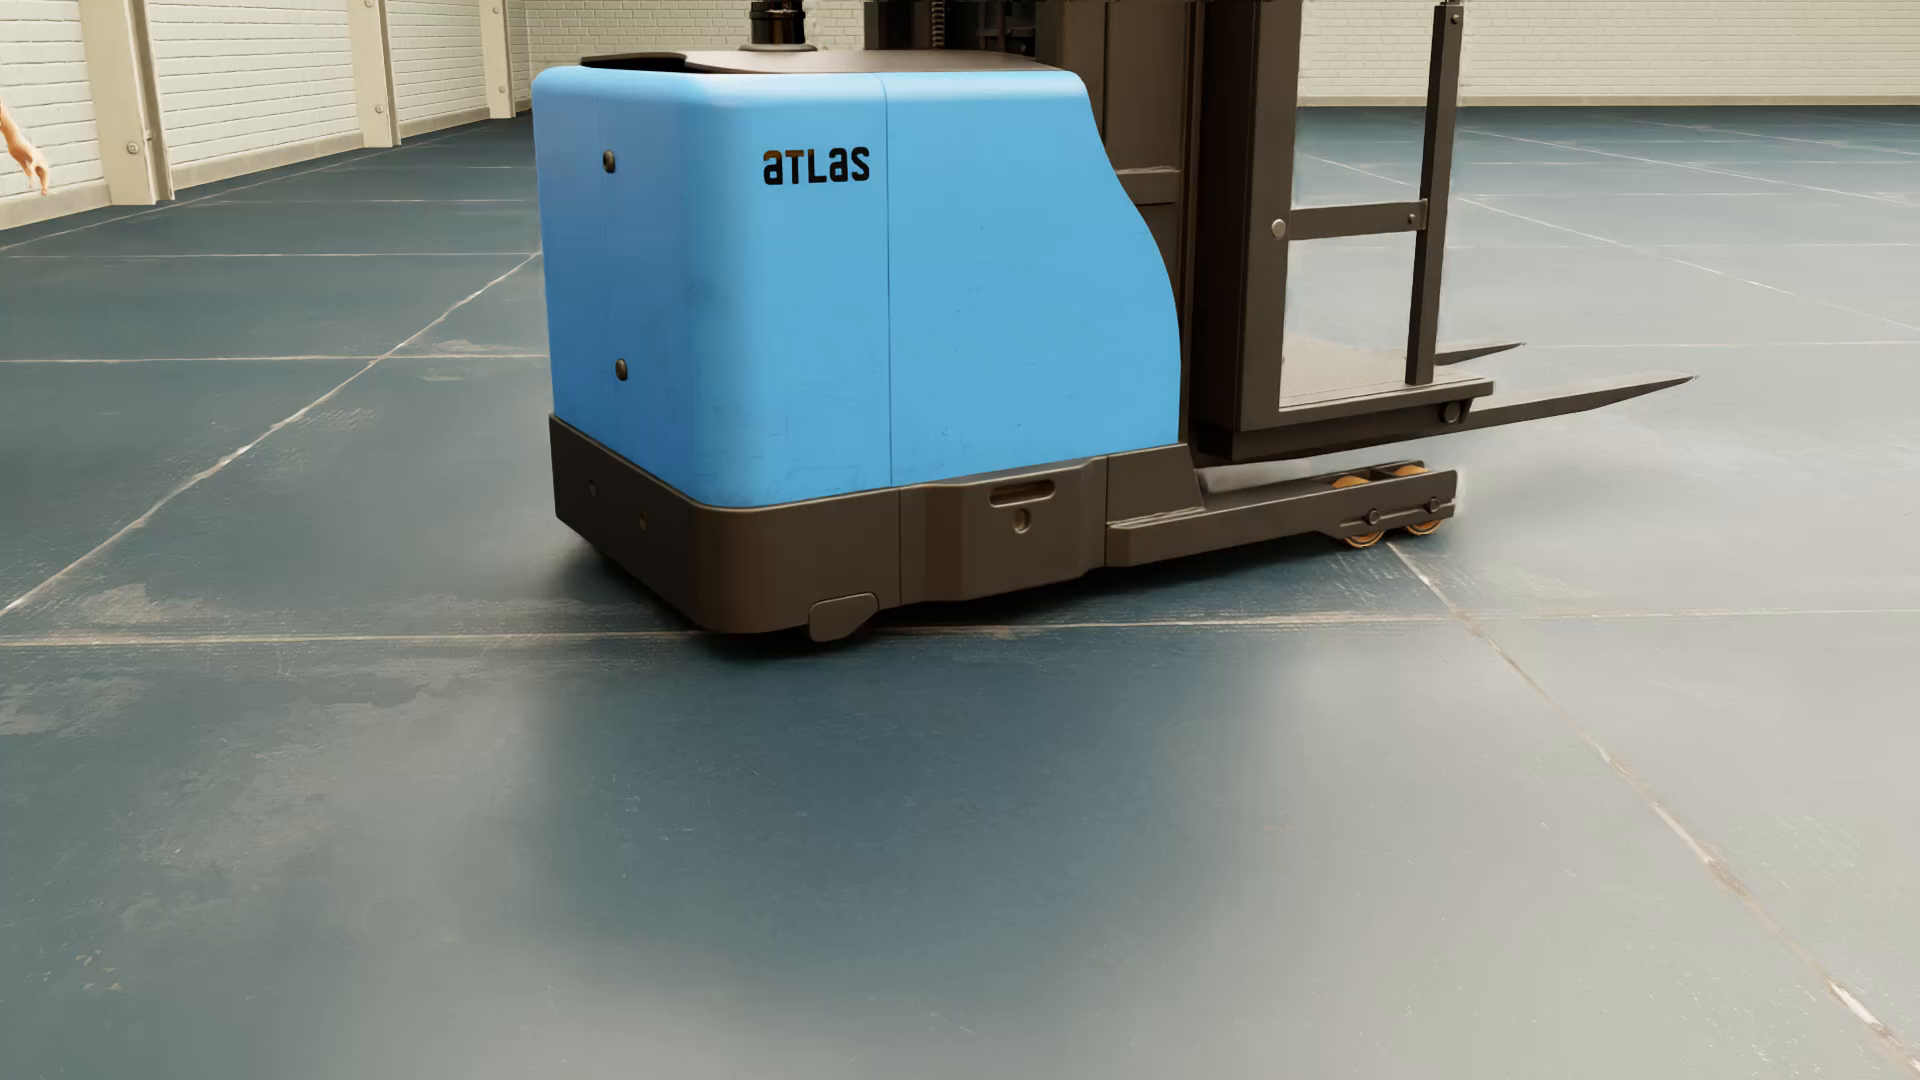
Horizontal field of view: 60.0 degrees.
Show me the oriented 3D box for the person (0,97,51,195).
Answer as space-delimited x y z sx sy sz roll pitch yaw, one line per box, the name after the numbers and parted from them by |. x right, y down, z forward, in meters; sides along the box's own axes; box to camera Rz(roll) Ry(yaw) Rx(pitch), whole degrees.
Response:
-2.720 -0.898 4.267 0.695 1.519 0.749 -9 19 -27 | person

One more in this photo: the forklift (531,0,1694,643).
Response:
0.588 -1.505 3.826 3.031 2.935 1.130 -10 20 -29 | forklift
